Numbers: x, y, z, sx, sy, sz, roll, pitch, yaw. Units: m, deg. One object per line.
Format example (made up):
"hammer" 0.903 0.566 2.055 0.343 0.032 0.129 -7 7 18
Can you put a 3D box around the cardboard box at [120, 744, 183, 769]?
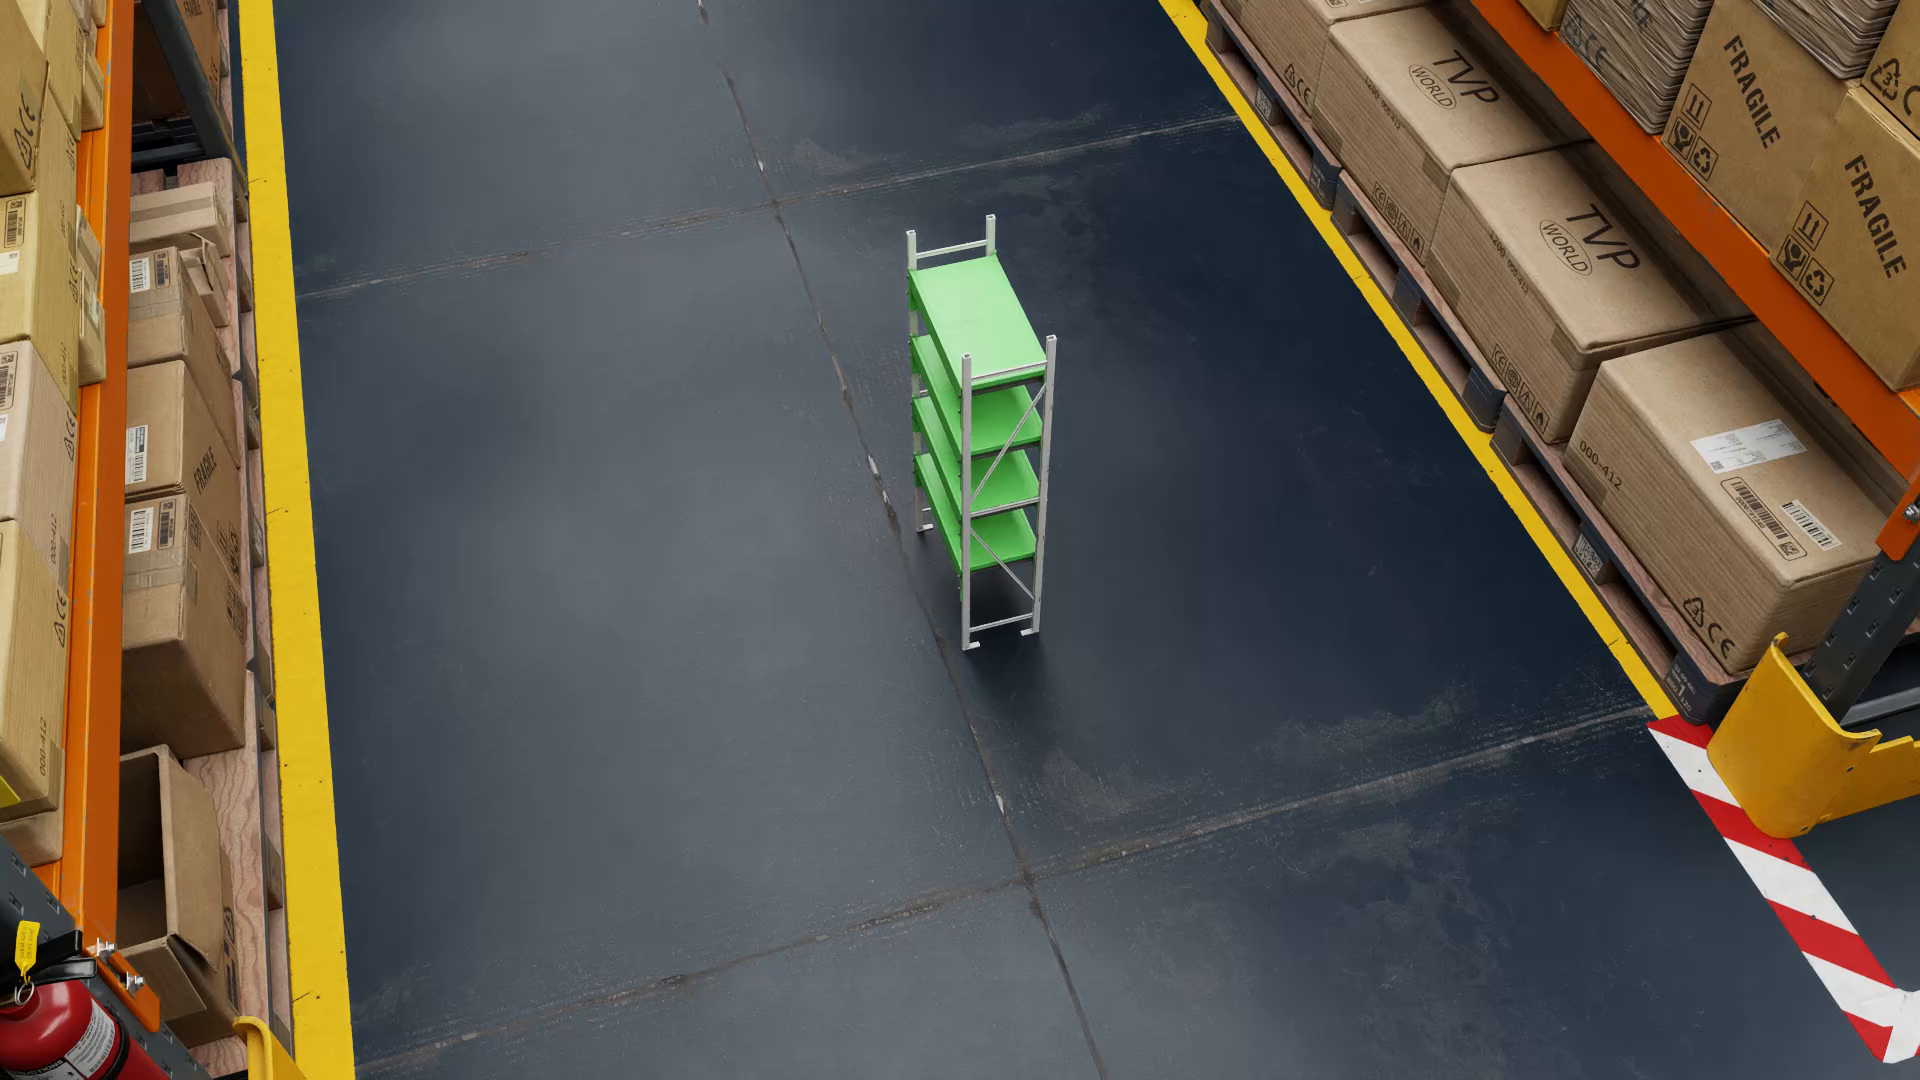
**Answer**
"cardboard box" -2.208 0.712 4.278 0.380 0.149 0.250 -15 52 -12

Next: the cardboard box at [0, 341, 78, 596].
"cardboard box" -2.055 -0.092 3.269 0.500 0.250 0.500 -13 51 -11

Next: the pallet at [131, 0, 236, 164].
"pallet" -3.489 -1.892 6.707 1.003 0.211 1.213 -13 51 -11

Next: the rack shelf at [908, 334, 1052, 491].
"rack shelf" 0.049 -0.379 4.555 0.258 0.148 0.480 -13 51 -11

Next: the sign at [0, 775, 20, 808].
"sign" -1.511 0.314 2.457 0.100 0.325 0.005 -13 51 -11

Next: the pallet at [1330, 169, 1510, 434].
"pallet" 2.043 -0.966 5.926 1.003 0.211 1.213 -13 51 -11

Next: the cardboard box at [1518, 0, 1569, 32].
"cardboard box" 1.855 -1.851 4.783 0.500 0.500 0.500 -12 51 -10

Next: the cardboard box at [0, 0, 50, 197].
"cardboard box" -2.350 -1.061 3.596 0.500 0.500 0.500 -12 51 -10

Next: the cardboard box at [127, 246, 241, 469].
"cardboard box" -2.642 -0.473 5.047 0.700 0.500 0.500 -15 52 -12

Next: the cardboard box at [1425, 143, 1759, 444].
"cardboard box" 2.142 -0.845 5.401 0.875 0.438 0.875 -12 51 -10

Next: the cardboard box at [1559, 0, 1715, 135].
"cardboard box" 2.020 -1.477 4.468 0.500 0.500 0.500 -12 51 -10

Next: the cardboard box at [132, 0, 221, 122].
"cardboard box" -3.140 -1.939 6.283 0.500 0.500 0.500 -11 51 -9

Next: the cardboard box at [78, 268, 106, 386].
"cardboard box" -2.198 -0.457 3.838 0.380 0.149 0.250 -15 51 -12

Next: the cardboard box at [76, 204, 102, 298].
"cardboard box" -2.295 -0.645 3.996 0.380 0.149 0.250 -12 51 -10

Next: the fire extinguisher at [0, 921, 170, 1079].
"fire extinguisher" -1.544 0.864 2.854 0.296 0.674 0.183 -13 51 -11

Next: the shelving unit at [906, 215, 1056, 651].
"shelving unit" 0.049 -0.266 4.689 0.258 1.200 0.503 -13 51 -11

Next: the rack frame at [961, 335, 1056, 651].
"rack frame" 0.121 -0.088 4.539 0.240 1.200 0.015 -13 51 -11

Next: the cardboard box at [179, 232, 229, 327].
"cardboard box" -2.661 -0.858 5.525 0.396 0.266 0.258 -12 51 -10

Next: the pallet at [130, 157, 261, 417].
"pallet" -3.010 -0.805 5.791 1.003 0.211 1.213 -13 51 -11

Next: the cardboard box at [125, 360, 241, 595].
"cardboard box" -2.396 -0.124 4.753 0.500 0.500 0.500 -12 51 -10

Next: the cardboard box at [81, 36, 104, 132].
"cardboard box" -2.525 -1.201 4.465 0.380 0.149 0.250 -14 51 -12

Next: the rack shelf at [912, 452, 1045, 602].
"rack shelf" 0.049 -0.070 4.922 0.258 0.148 0.480 -13 51 -11

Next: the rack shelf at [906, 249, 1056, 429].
"rack shelf" 0.049 -0.534 4.371 0.258 0.148 0.480 -13 51 -11

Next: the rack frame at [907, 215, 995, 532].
"rack frame" -0.023 -0.444 4.840 0.240 1.200 0.015 -13 51 -11

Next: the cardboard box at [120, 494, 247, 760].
"cardboard box" -2.335 0.285 4.408 0.700 0.500 0.500 -11 51 -9

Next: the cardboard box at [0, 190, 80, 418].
"cardboard box" -2.209 -0.462 3.581 0.500 0.250 0.500 -14 51 -12

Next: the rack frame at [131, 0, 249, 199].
"rack frame" -3.212 -2.206 5.147 1.000 3.000 0.127 -13 51 -11

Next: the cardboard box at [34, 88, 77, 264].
"cardboard box" -2.380 -0.830 3.892 0.500 0.250 0.500 -15 51 -12

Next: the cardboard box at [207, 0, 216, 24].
"cardboard box" -3.307 -2.326 6.609 0.500 0.500 0.500 -14 51 -11

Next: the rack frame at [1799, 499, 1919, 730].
"rack frame" 2.711 -0.409 3.633 1.000 3.000 0.127 -13 51 -11

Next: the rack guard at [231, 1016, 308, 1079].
"rack guard" -2.052 1.466 3.687 1.175 0.500 0.348 -13 51 -11

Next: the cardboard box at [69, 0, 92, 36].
"cardboard box" -2.666 -1.574 4.518 0.500 0.250 0.500 -13 51 -11

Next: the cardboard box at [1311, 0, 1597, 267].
"cardboard box" 1.877 -1.504 5.957 0.875 0.438 0.875 -15 51 -12

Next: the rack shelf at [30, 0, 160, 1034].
"rack shelf" -2.621 -0.513 4.191 1.077 0.370 4.000 -13 51 -11

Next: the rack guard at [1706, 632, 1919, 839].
"rack guard" 2.718 0.414 4.574 1.175 0.500 0.348 -13 51 -11

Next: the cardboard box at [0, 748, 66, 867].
"cardboard box" -1.864 0.495 3.035 0.380 0.149 0.250 -14 51 -11

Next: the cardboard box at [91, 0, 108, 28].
"cardboard box" -2.679 -1.579 4.784 0.380 0.149 0.250 -12 51 -10

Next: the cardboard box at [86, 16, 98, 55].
"cardboard box" -2.627 -1.381 4.617 0.380 0.149 0.250 -12 51 -10

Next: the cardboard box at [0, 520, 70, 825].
"cardboard box" -1.906 0.276 2.959 0.500 0.250 0.500 -13 51 -11

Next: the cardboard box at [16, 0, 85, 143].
"cardboard box" -2.531 -1.206 4.209 0.500 0.250 0.500 -14 51 -11

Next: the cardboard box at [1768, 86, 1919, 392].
"cardboard box" 2.316 -0.734 3.841 0.500 0.500 0.500 -13 51 -11

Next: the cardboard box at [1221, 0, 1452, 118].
"cardboard box" 1.611 -2.157 6.508 0.875 0.438 0.875 -14 51 -12

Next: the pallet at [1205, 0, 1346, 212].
"pallet" 1.678 -1.859 6.679 1.003 0.211 1.213 -13 51 -11

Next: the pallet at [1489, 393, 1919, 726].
"pallet" 2.400 -0.077 5.177 1.003 0.211 1.213 -13 51 -11

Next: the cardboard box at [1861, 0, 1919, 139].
"cardboard box" 2.341 -1.062 3.464 0.500 0.500 0.500 -12 51 -10

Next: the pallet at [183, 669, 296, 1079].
"pallet" -2.289 0.977 4.288 1.003 0.211 1.213 -13 51 -11

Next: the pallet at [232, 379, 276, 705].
"pallet" -2.646 0.088 5.038 1.003 0.211 1.213 -13 51 -11

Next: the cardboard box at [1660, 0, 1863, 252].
"cardboard box" 2.182 -1.104 4.153 0.500 0.500 0.500 -14 51 -12

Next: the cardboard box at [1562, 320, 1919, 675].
"cardboard box" 2.420 -0.178 4.839 0.875 0.438 0.875 -15 51 -12

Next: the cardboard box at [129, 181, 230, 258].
"cardboard box" -2.767 -1.081 5.790 0.380 0.149 0.250 -15 51 -12

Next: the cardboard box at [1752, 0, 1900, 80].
"cardboard box" 2.159 -1.437 3.780 0.500 0.500 0.500 -13 51 -11

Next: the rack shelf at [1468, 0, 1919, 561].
"rack shelf" 2.120 -1.638 5.139 1.077 0.370 4.000 -13 51 -11

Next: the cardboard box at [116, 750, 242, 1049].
"cardboard box" -2.120 0.917 3.873 0.797 0.503 0.637 -15 52 -12

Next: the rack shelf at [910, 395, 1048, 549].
"rack shelf" 0.049 -0.225 4.738 0.258 0.148 0.480 -13 51 -11

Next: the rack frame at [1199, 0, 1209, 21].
"rack frame" 1.528 -3.331 6.096 1.000 3.000 0.127 -13 51 -11
